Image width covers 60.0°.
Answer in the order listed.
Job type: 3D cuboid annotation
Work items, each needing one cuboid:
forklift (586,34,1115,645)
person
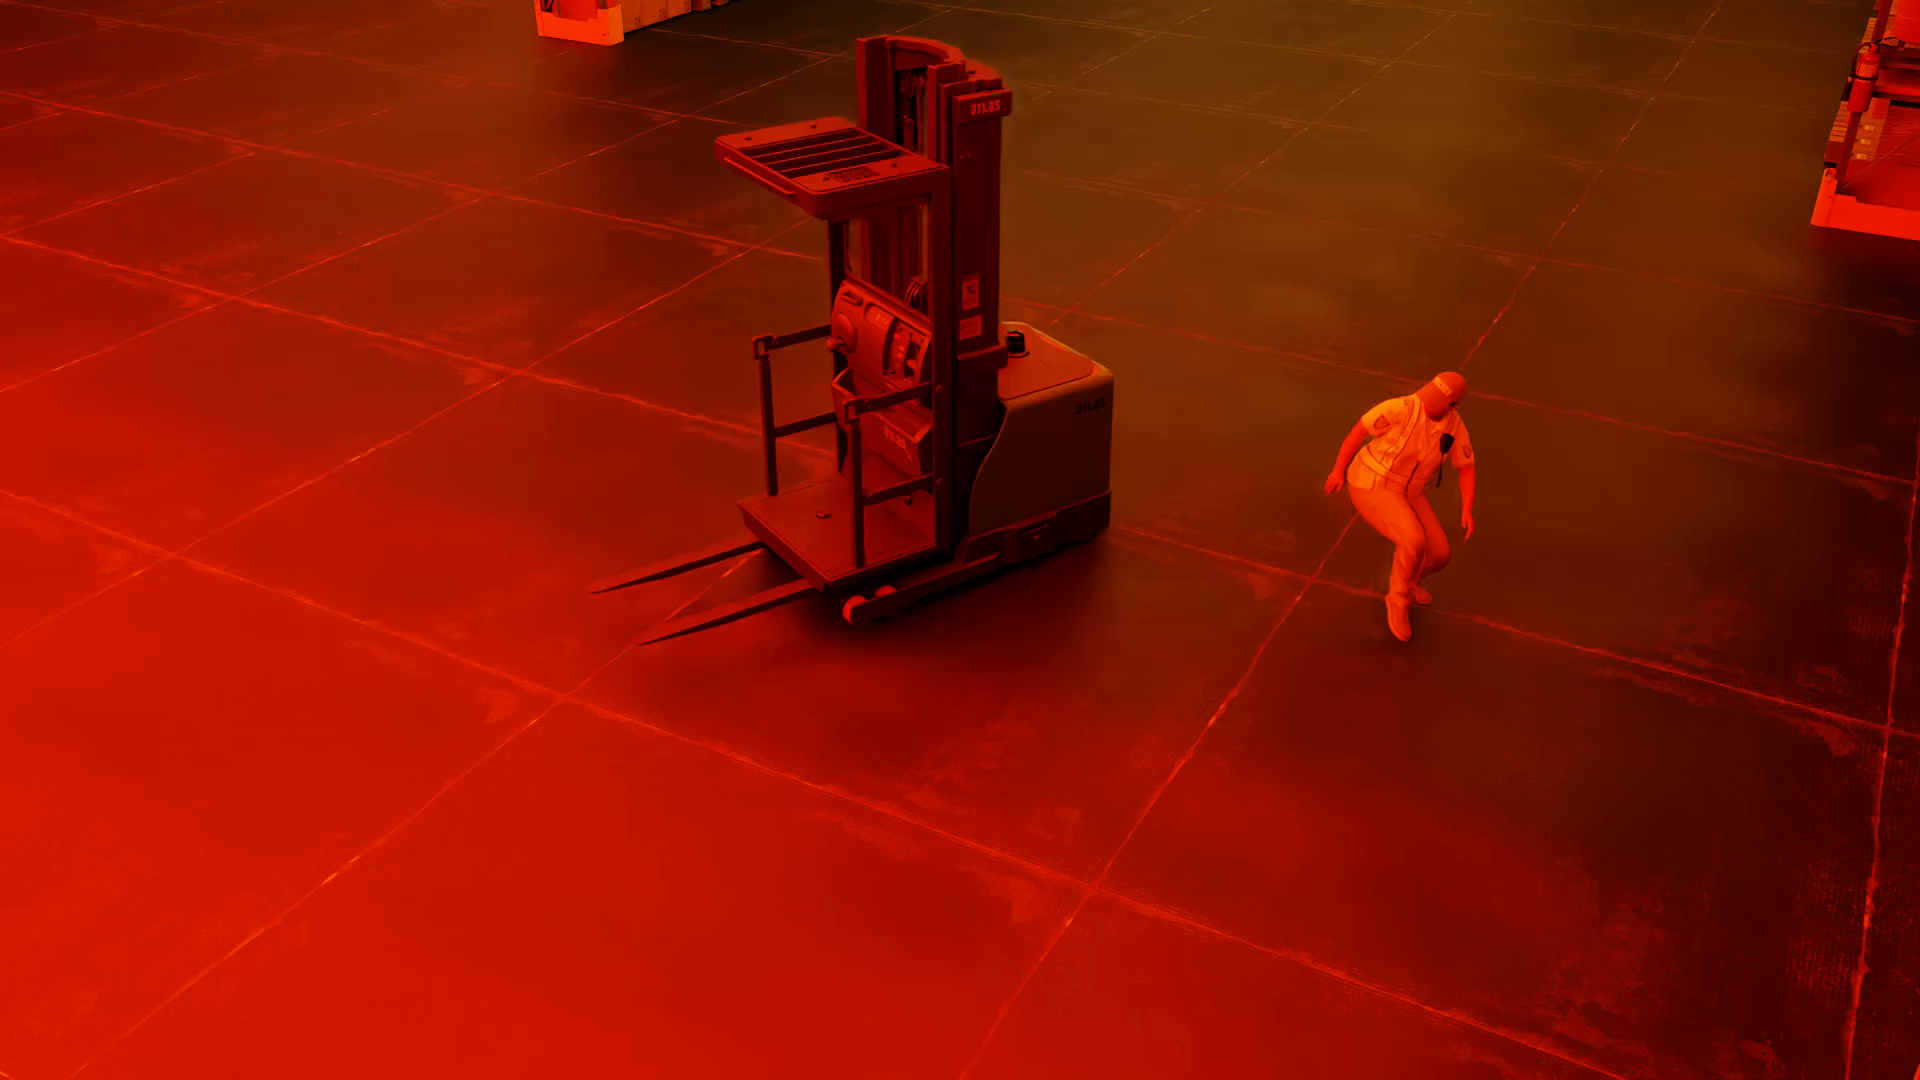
[{"bbox_3d":[-0.604,-1.095,8.968,3.031,2.935,1.130,-19,35,-29],"label":"forklift"},{"bbox_3d":[2.424,-0.231,8.980,0.708,1.463,0.718,-11,32,-19],"label":"person"}]
